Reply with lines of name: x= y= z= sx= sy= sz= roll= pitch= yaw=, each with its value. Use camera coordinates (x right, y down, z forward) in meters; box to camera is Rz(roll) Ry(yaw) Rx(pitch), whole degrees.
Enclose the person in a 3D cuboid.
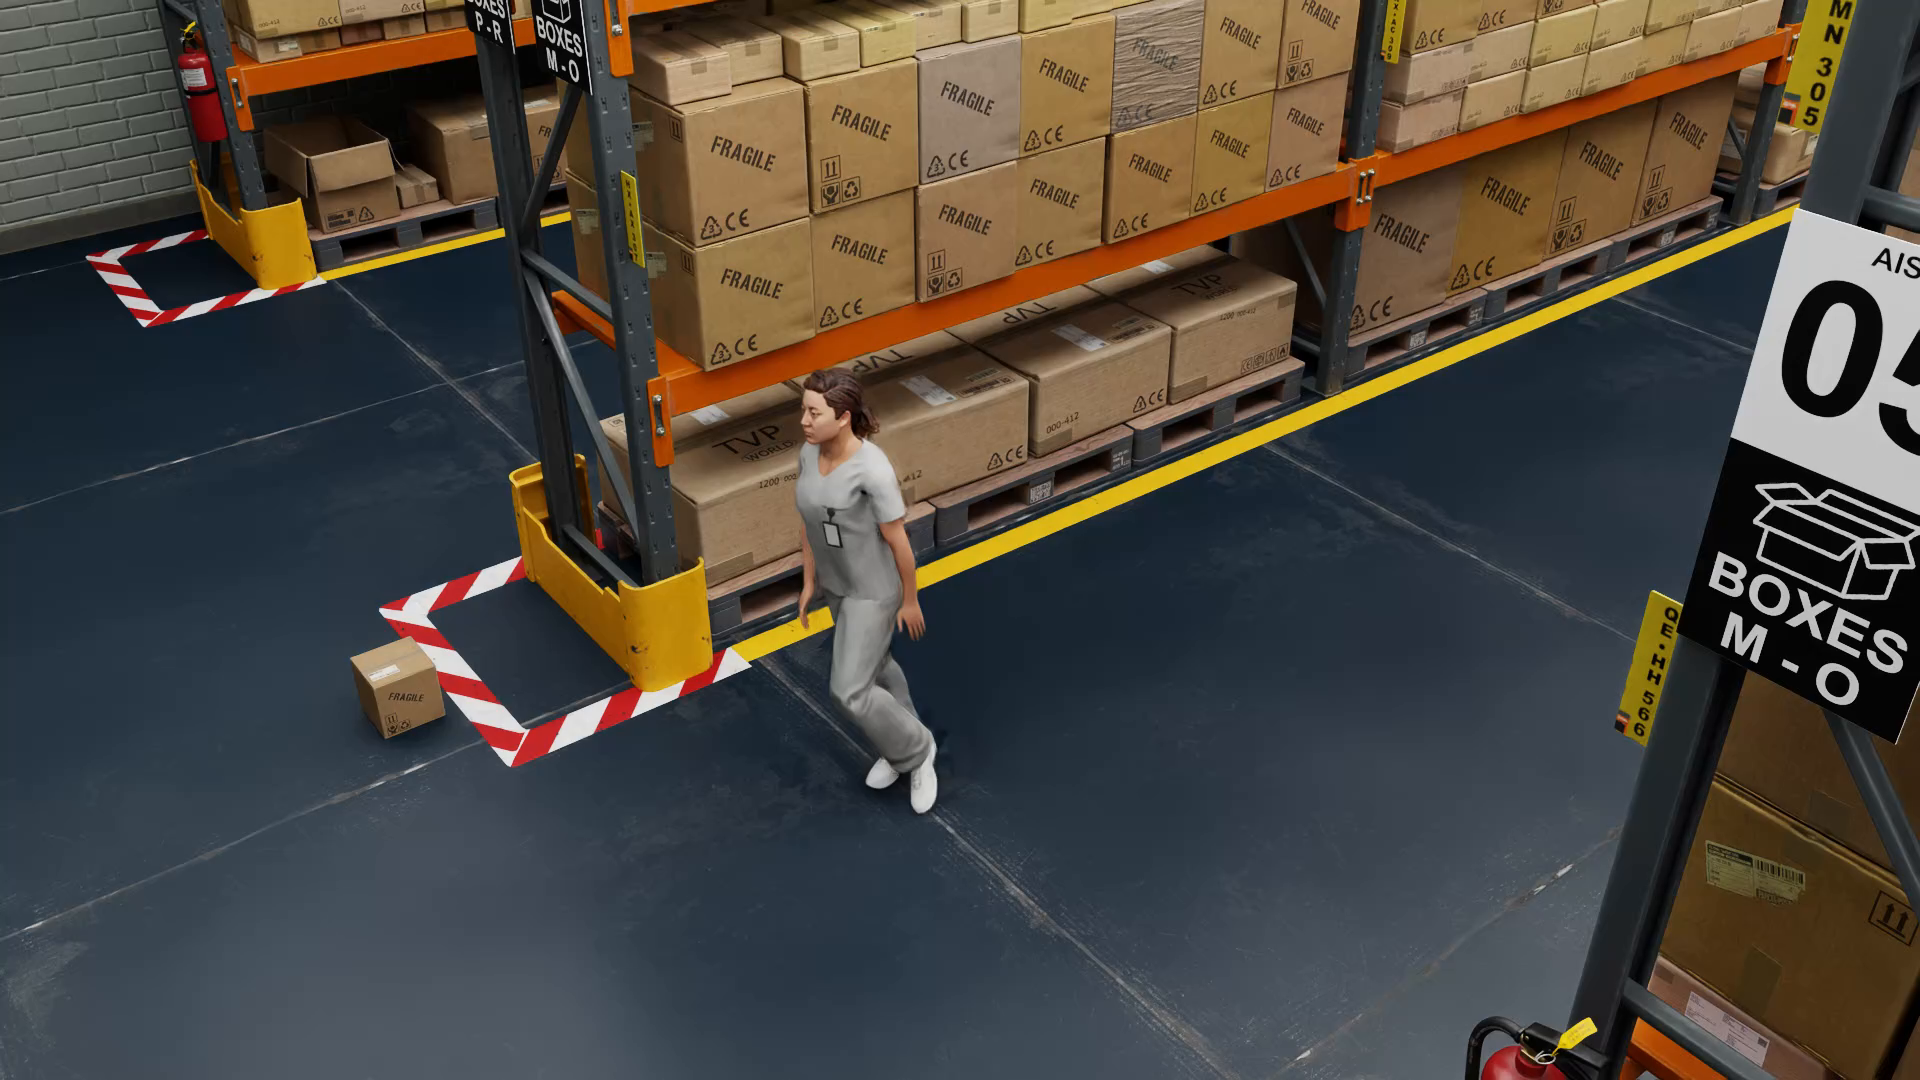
person: x=-0.318 y=0.193 z=5.796 sx=0.480 sy=1.649 sz=0.613 roll=-27 pitch=41 yaw=-36
